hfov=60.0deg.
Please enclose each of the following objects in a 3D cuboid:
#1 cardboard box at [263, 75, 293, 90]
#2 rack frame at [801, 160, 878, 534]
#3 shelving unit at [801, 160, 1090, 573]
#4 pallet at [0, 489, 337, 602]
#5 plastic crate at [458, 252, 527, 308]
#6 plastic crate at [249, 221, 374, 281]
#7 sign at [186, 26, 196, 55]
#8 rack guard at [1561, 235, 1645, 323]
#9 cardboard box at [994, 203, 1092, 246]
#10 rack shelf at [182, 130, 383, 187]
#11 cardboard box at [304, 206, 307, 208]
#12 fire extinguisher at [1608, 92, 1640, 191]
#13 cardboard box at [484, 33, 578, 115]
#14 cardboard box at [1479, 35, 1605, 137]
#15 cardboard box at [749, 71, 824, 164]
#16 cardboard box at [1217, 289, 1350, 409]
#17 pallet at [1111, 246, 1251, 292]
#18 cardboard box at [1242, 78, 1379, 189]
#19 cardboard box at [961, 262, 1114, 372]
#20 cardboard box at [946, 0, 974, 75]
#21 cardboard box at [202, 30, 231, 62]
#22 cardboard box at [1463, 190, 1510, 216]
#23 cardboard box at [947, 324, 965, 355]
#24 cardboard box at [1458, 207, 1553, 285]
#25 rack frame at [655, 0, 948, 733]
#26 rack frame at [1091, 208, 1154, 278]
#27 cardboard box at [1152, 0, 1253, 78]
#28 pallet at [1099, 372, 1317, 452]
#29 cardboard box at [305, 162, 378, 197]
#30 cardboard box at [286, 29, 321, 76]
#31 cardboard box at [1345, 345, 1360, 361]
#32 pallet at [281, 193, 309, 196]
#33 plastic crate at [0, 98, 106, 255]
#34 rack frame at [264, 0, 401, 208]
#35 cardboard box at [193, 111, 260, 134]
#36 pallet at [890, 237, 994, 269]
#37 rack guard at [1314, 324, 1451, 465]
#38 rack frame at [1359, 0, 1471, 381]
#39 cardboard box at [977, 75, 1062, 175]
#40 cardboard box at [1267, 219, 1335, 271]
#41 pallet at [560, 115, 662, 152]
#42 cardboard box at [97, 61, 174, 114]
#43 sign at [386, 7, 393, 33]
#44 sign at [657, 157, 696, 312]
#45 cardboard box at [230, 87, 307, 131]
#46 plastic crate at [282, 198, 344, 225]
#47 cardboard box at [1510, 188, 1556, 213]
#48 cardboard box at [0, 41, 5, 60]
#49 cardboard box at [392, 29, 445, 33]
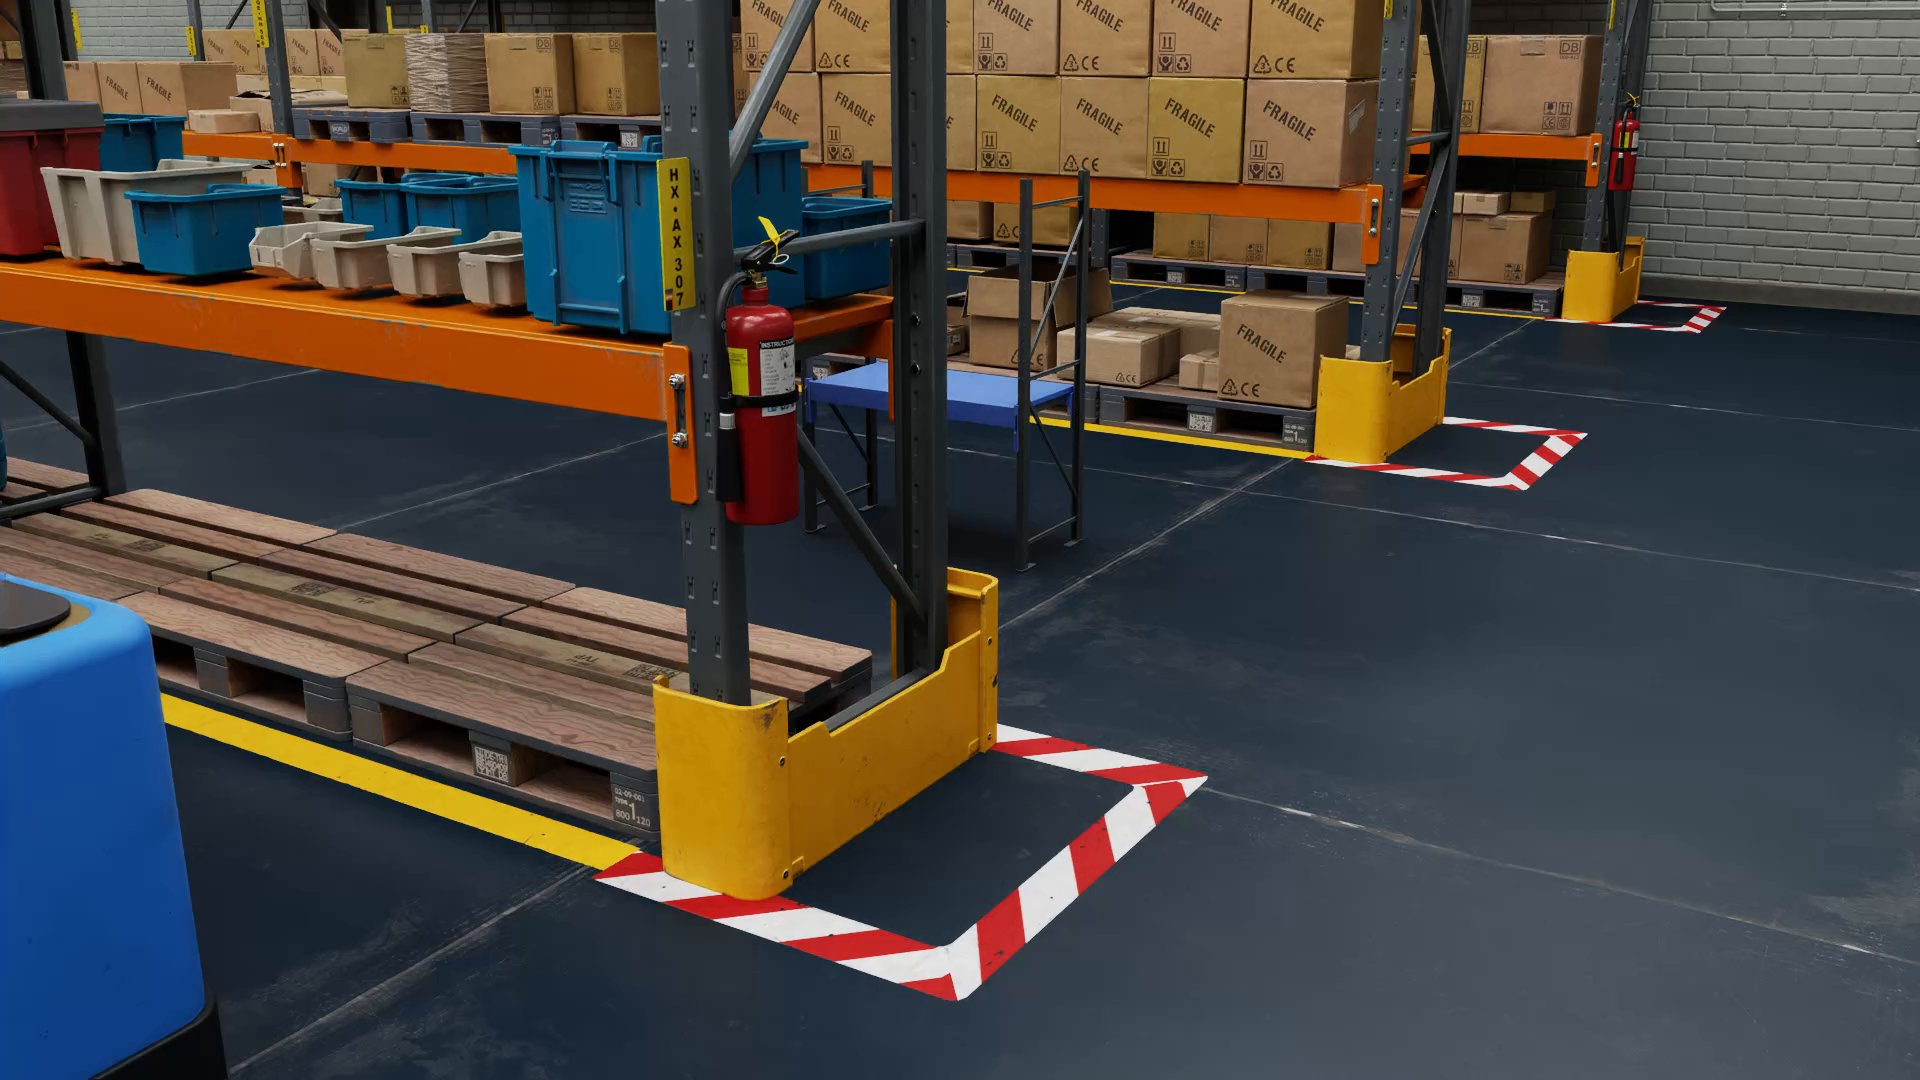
[{"bbox_3d":[-7.664,-5.246,19.214,0.500,0.250,0.500,10,19,29],"label":"cardboard box"},{"bbox_3d":[-0.506,-0.808,6.960,0.032,1.500,0.500,10,20,30],"label":"rack frame"},{"bbox_3d":[-0.073,-0.731,6.706,1.048,1.500,0.538,10,20,30],"label":"shelving unit"},{"bbox_3d":[-3.107,0.100,6.189,1.213,0.211,1.003,10,20,30],"label":"pallet"},{"bbox_3d":[-1.135,-0.710,4.407,0.243,0.136,0.396,10,20,30],"label":"plastic crate"},{"bbox_3d":[-1.887,-0.834,4.817,0.250,0.136,0.298,10,20,30],"label":"plastic crate"},{"bbox_3d":[-9.079,-5.895,19.638,0.005,0.325,0.100,10,20,30],"label":"sign"},{"bbox_3d":[4.860,-1.982,12.546,0.348,0.500,1.175,10,20,30],"label":"rack guard"},{"bbox_3d":[0.809,-3.029,14.668,0.750,0.750,0.750,10,20,31],"label":"cardboard box"},{"bbox_3d":[-6.271,-3.131,13.266,4.000,0.370,1.077,10,20,30],"label":"rack shelf"},{"bbox_3d":[-5.142,-2.343,12.478,0.500,0.311,0.500,11,20,31],"label":"cardboard box"},{"bbox_3d":[4.726,-2.829,11.808,0.183,0.674,0.296,10,20,30],"label":"fire extinguisher"},{"bbox_3d":[-2.696,-3.065,10.916,0.500,0.500,0.700,5,18,16],"label":"cardboard box"},{"bbox_3d":[4.399,-3.400,12.398,0.700,0.700,0.980,11,20,33],"label":"cardboard box"},{"bbox_3d":[-0.867,-2.465,9.665,0.500,0.500,0.500,11,20,31],"label":"cardboard box"},{"bbox_3d":[1.658,-0.990,8.525,0.500,0.500,0.500,10,20,30],"label":"cardboard box"},{"bbox_3d":[2.038,-2.321,14.158,1.213,0.211,1.003,10,20,30],"label":"pallet"},{"bbox_3d":[1.726,-2.003,8.142,0.500,0.500,0.500,11,20,32],"label":"cardboard box"},{"bbox_3d":[0.445,-1.294,9.519,0.637,0.503,0.797,10,20,30],"label":"cardboard box"},{"bbox_3d":[-0.027,-2.791,9.016,0.500,0.500,0.500,9,19,28],"label":"cardboard box"},{"bbox_3d":[-8.545,-5.765,19.632,0.500,0.500,0.500,10,20,30],"label":"cardboard box"},{"bbox_3d":[3.986,-2.553,12.587,0.250,0.149,0.380,10,19,29],"label":"cardboard box"},{"bbox_3d":[-0.172,-1.171,9.693,0.250,0.166,0.380,10,20,30],"label":"cardboard box"},{"bbox_3d":[4.190,-2.268,12.766,0.500,0.500,0.700,10,20,30],"label":"cardboard box"},{"bbox_3d":[-0.345,-0.728,4.117,0.127,3.000,1.000,10,20,30],"label":"rack frame"},{"bbox_3d":[1.431,-3.790,14.198,0.127,3.000,1.000,10,20,30],"label":"rack frame"},{"bbox_3d":[1.296,-2.557,8.245,0.500,0.500,0.500,11,20,32],"label":"cardboard box"},{"bbox_3d":[1.505,-0.752,8.996,1.213,0.211,1.003,10,20,30],"label":"pallet"},{"bbox_3d":[-7.167,-4.292,19.392,0.500,0.500,0.700,9,19,27],"label":"cardboard box"},{"bbox_3d":[-7.246,-5.532,18.864,0.500,0.500,0.500,11,20,32],"label":"cardboard box"},{"bbox_3d":[2.073,-0.949,8.994,0.250,0.149,0.380,10,20,30],"label":"cardboard box"},{"bbox_3d":[-8.056,-4.137,20.138,1.213,0.211,1.003,10,20,30],"label":"pallet"},{"bbox_3d":[-3.124,-1.198,5.450,0.583,0.464,0.402,10,20,30],"label":"plastic crate"},{"bbox_3d":[-4.567,-3.171,12.160,0.127,3.000,1.000,10,20,30],"label":"rack frame"},{"bbox_3d":[-5.478,-3.119,12.421,0.250,0.149,0.380,10,20,30],"label":"cardboard box"},{"bbox_3d":[-0.310,-2.740,15.538,1.213,0.211,1.003,10,20,30],"label":"pallet"},{"bbox_3d":[2.185,-0.770,8.555,0.348,0.500,1.175,10,20,30],"label":"rack guard"},{"bbox_3d":[2.250,-1.954,8.154,0.127,3.000,1.000,10,20,30],"label":"rack frame"},{"bbox_3d":[0.430,-2.235,8.905,0.500,0.500,0.500,10,19,29],"label":"cardboard box"},{"bbox_3d":[2.877,-2.500,13.529,0.500,0.500,0.700,11,20,31],"label":"cardboard box"},{"bbox_3d":[-1.782,-2.619,10.674,1.213,0.211,1.003,10,20,30],"label":"pallet"},{"bbox_3d":[-6.454,-3.550,13.236,0.500,0.500,0.500,10,20,30],"label":"cardboard box"},{"bbox_3d":[-4.291,-3.823,12.450,0.005,0.325,0.100,10,20,30],"label":"sign"},{"bbox_3d":[-0.620,-0.667,3.637,0.005,0.325,0.100,10,20,30],"label":"sign"},{"bbox_3d":[-5.228,-3.312,12.778,0.500,0.311,0.500,10,19,29],"label":"cardboard box"},{"bbox_3d":[-2.113,-1.049,5.523,0.466,0.136,0.293,10,20,30],"label":"plastic crate"},{"bbox_3d":[4.402,-2.609,12.772,0.250,0.149,0.380,10,20,30],"label":"cardboard box"},{"bbox_3d":[-8.319,-4.126,14.015,0.250,0.149,0.380,10,20,30],"label":"cardboard box"},{"bbox_3d":[-5.951,-5.299,18.098,0.500,0.500,0.500,10,20,30],"label":"cardboard box"}]
